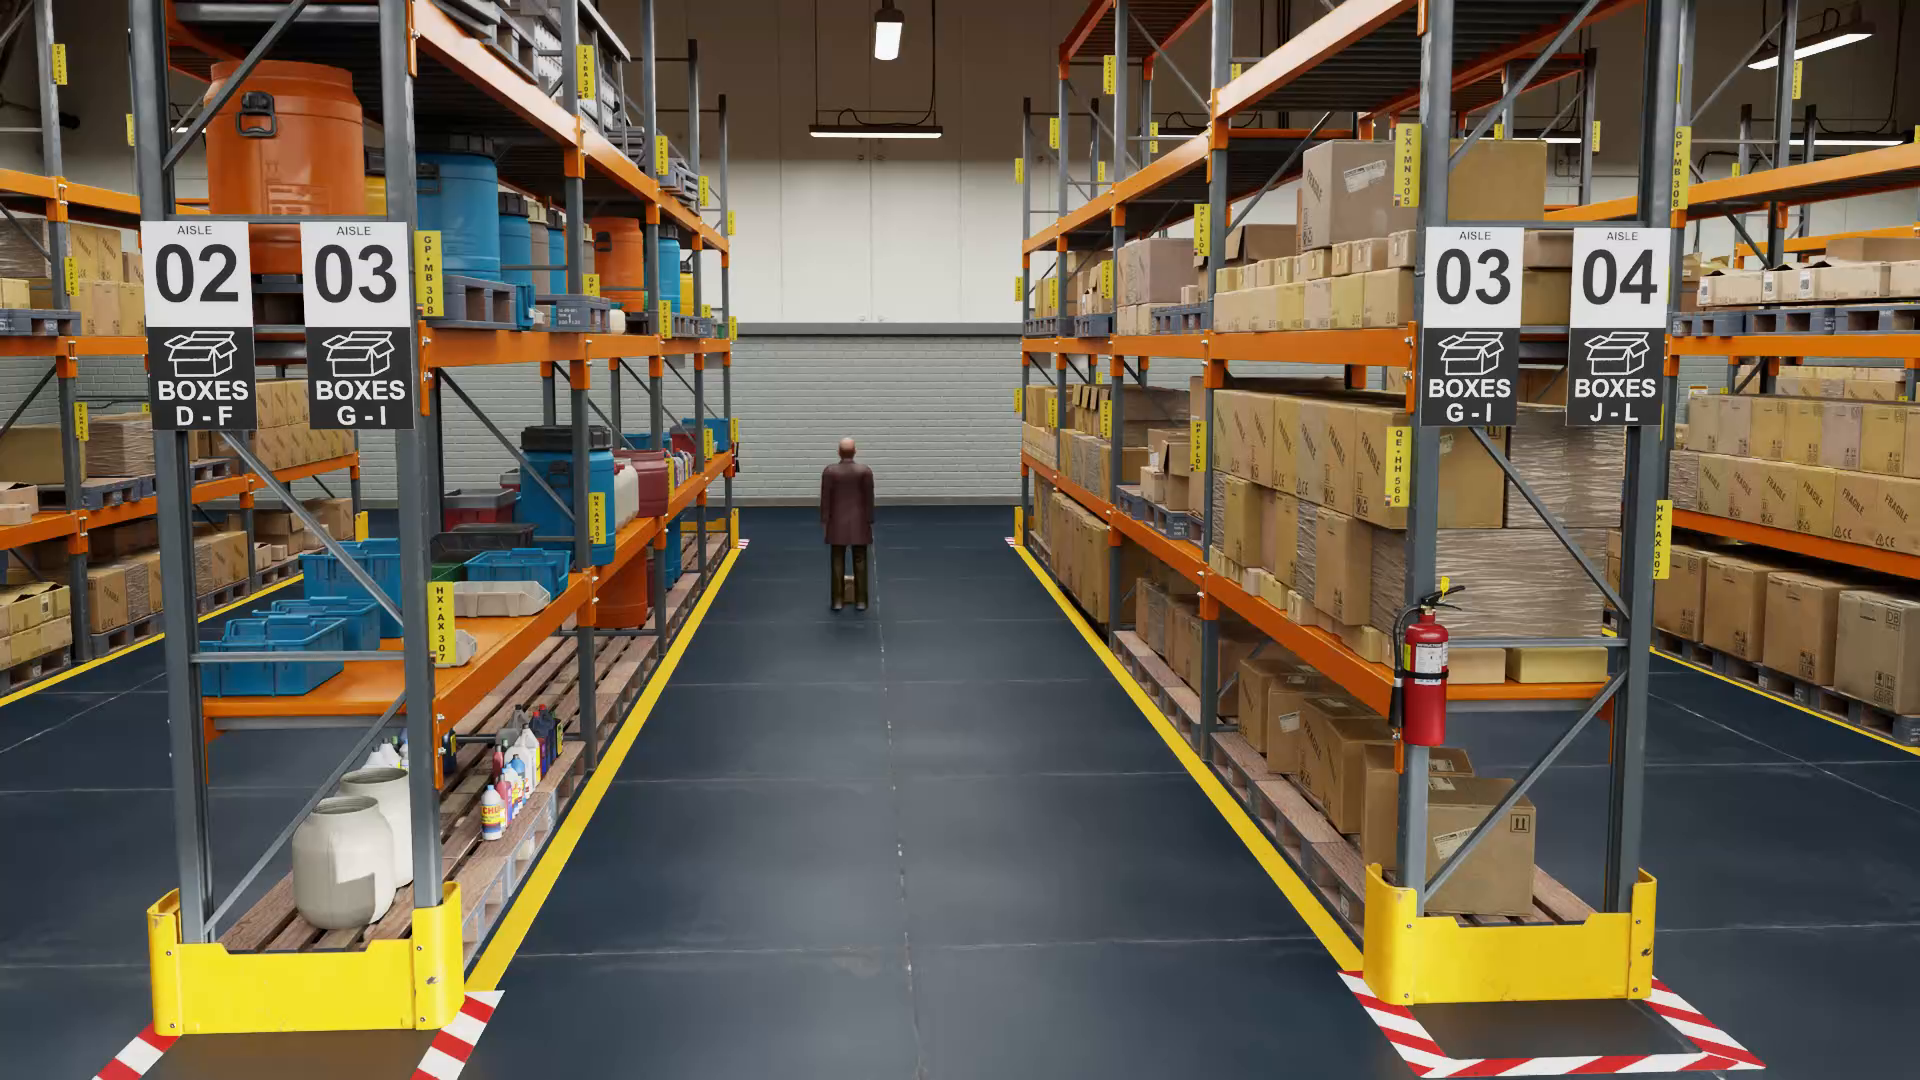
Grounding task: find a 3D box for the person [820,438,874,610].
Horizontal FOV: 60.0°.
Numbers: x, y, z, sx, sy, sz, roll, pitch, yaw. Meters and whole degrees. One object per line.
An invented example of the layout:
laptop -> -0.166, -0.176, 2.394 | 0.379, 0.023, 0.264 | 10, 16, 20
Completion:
person -> -1.170, -0.170, 17.257 | 0.561, 1.779, 0.376 | 0, 7, -2
